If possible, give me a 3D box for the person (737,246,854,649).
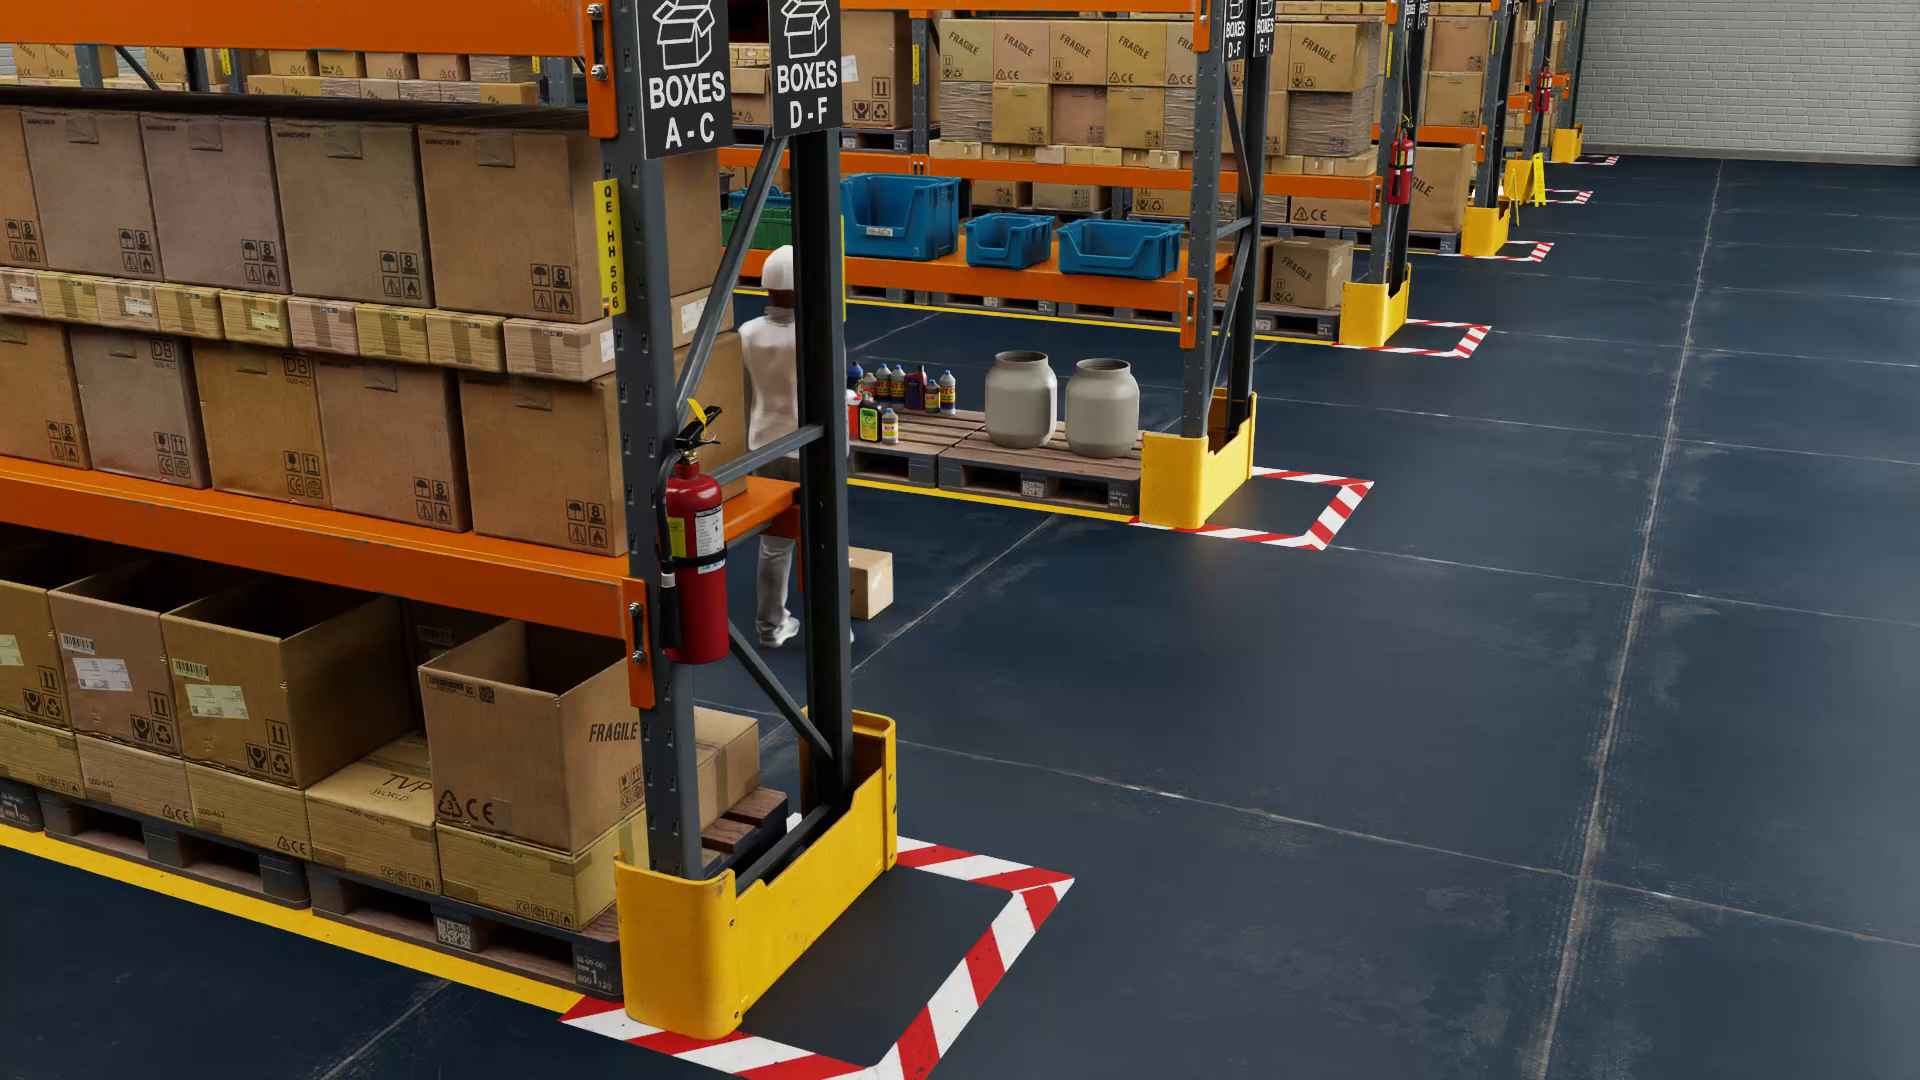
[{"bbox_3d":[-0.701,-0.377,7.138,0.532,1.773,0.359,9,21,24],"label":"person"}]
